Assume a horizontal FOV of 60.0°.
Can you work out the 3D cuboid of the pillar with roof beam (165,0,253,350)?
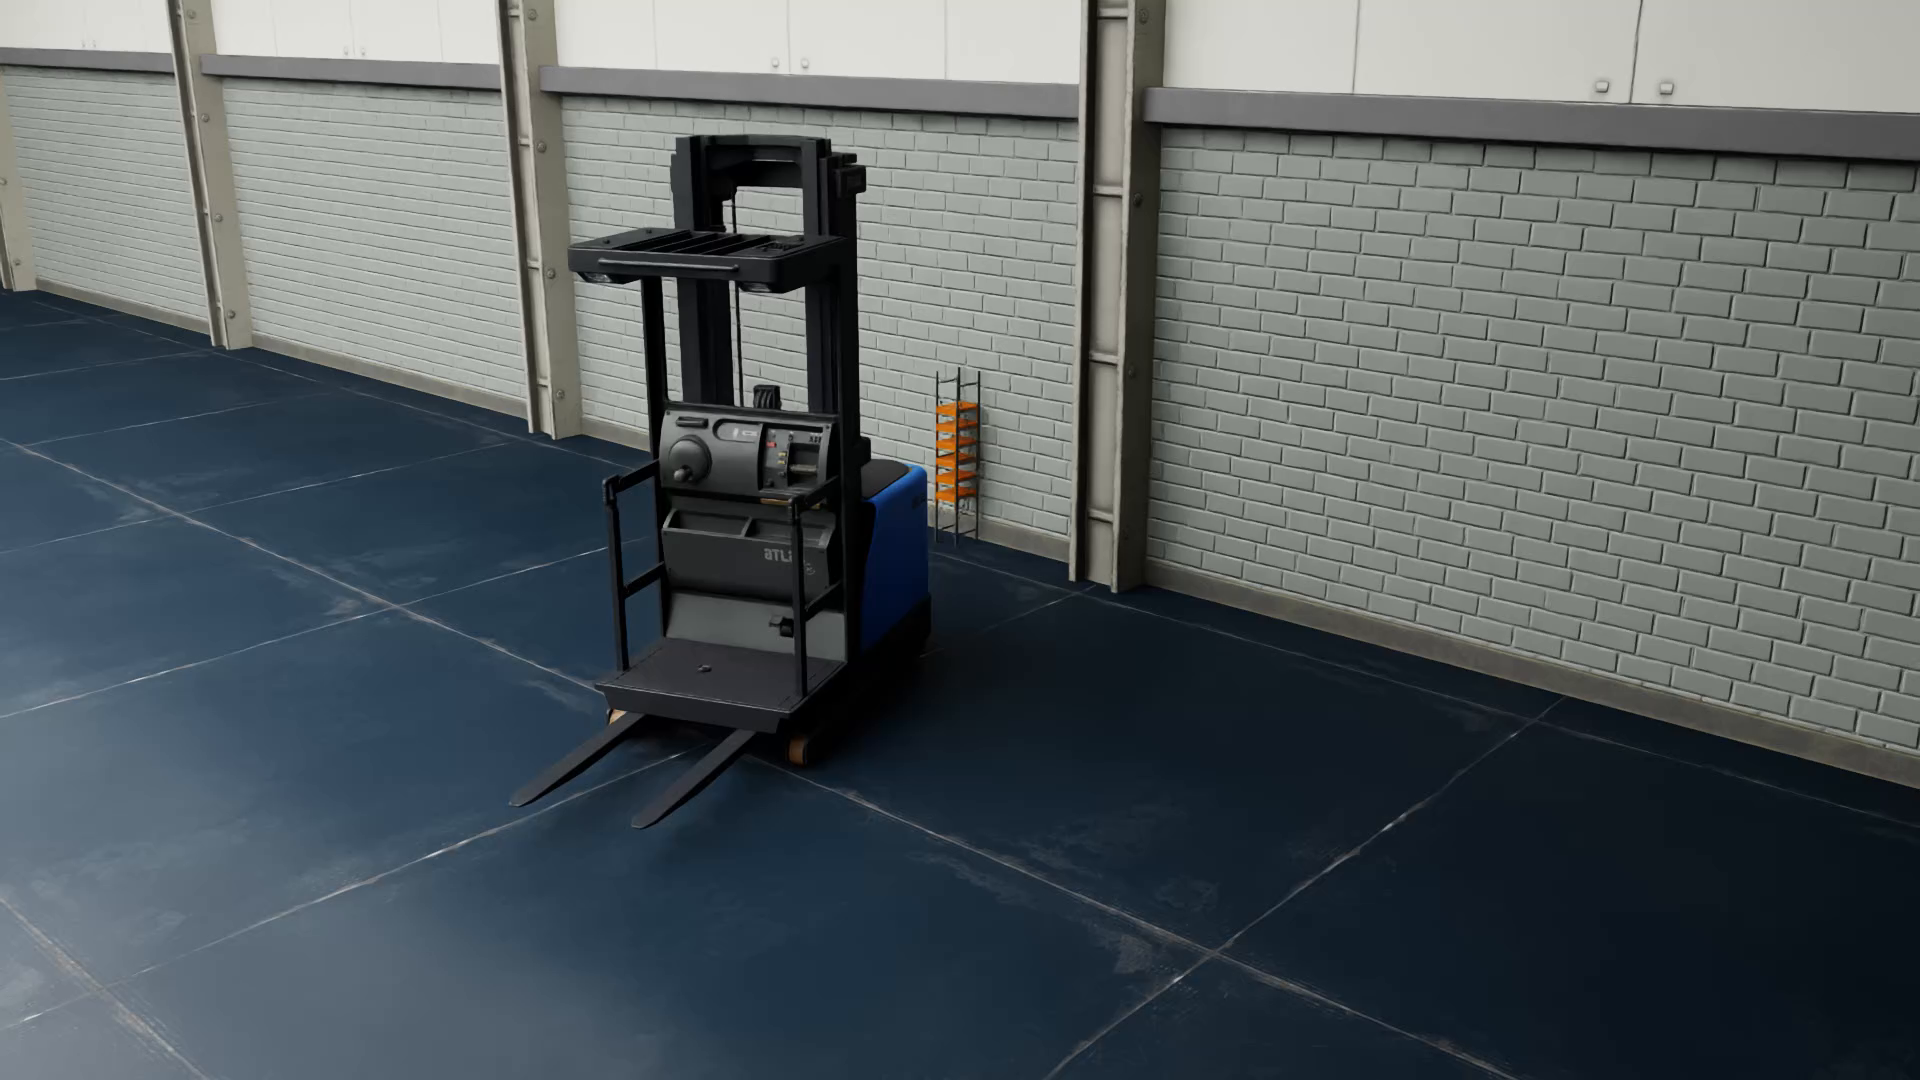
[{"bbox_3d":[-10.880,-5.460,13.941,0.400,9.000,9.100,15,23,39],"label":"pillar with roof beam"}]

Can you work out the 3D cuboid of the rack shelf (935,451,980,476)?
[{"bbox_3d":[-0.018,-0.524,11.409,0.180,0.103,0.258,14,21,39],"label":"rack shelf"}]

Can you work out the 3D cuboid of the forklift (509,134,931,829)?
[{"bbox_3d":[-1.144,-0.430,8.122,1.130,2.935,3.031,6,19,19],"label":"forklift"}]

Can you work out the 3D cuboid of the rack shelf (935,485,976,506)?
[{"bbox_3d":[-0.020,-0.293,11.475,0.180,0.103,0.258,14,21,39],"label":"rack shelf"}]

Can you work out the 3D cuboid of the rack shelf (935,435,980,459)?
[{"bbox_3d":[-0.016,-0.639,11.376,0.180,0.103,0.258,14,21,39],"label":"rack shelf"}]

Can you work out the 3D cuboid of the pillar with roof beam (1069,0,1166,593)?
[{"bbox_3d":[-1.905,-3.051,6.349,0.400,9.000,9.100,15,23,39],"label":"pillar with roof beam"}]

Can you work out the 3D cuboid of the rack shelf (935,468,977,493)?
[{"bbox_3d":[-0.019,-0.408,11.442,0.180,0.103,0.258,14,21,39],"label":"rack shelf"}]

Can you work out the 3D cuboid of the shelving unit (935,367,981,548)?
[{"bbox_3d":[-0.017,-0.567,11.397,0.189,1.200,0.258,14,21,39],"label":"shelving unit"}]

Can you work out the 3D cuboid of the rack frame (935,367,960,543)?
[{"bbox_3d":[-0.086,-0.584,11.454,0.006,1.200,0.240,14,21,39],"label":"rack frame"}]

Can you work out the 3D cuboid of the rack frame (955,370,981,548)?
[{"bbox_3d":[0.052,-0.549,11.339,0.006,1.200,0.240,14,21,39],"label":"rack frame"}]

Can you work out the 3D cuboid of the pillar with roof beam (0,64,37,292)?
[{"bbox_3d":[-15.368,-6.665,17.737,0.400,9.000,9.100,15,23,39],"label":"pillar with roof beam"}]

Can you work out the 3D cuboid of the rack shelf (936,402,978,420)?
[{"bbox_3d":[-0.014,-0.870,11.310,0.180,0.103,0.258,14,21,39],"label":"rack shelf"}]

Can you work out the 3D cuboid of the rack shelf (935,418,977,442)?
[{"bbox_3d":[-0.015,-0.755,11.343,0.180,0.103,0.258,14,21,39],"label":"rack shelf"}]

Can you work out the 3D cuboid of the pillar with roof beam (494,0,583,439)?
[{"bbox_3d":[-6.392,-4.256,10.145,0.400,9.000,9.100,15,23,39],"label":"pillar with roof beam"}]
